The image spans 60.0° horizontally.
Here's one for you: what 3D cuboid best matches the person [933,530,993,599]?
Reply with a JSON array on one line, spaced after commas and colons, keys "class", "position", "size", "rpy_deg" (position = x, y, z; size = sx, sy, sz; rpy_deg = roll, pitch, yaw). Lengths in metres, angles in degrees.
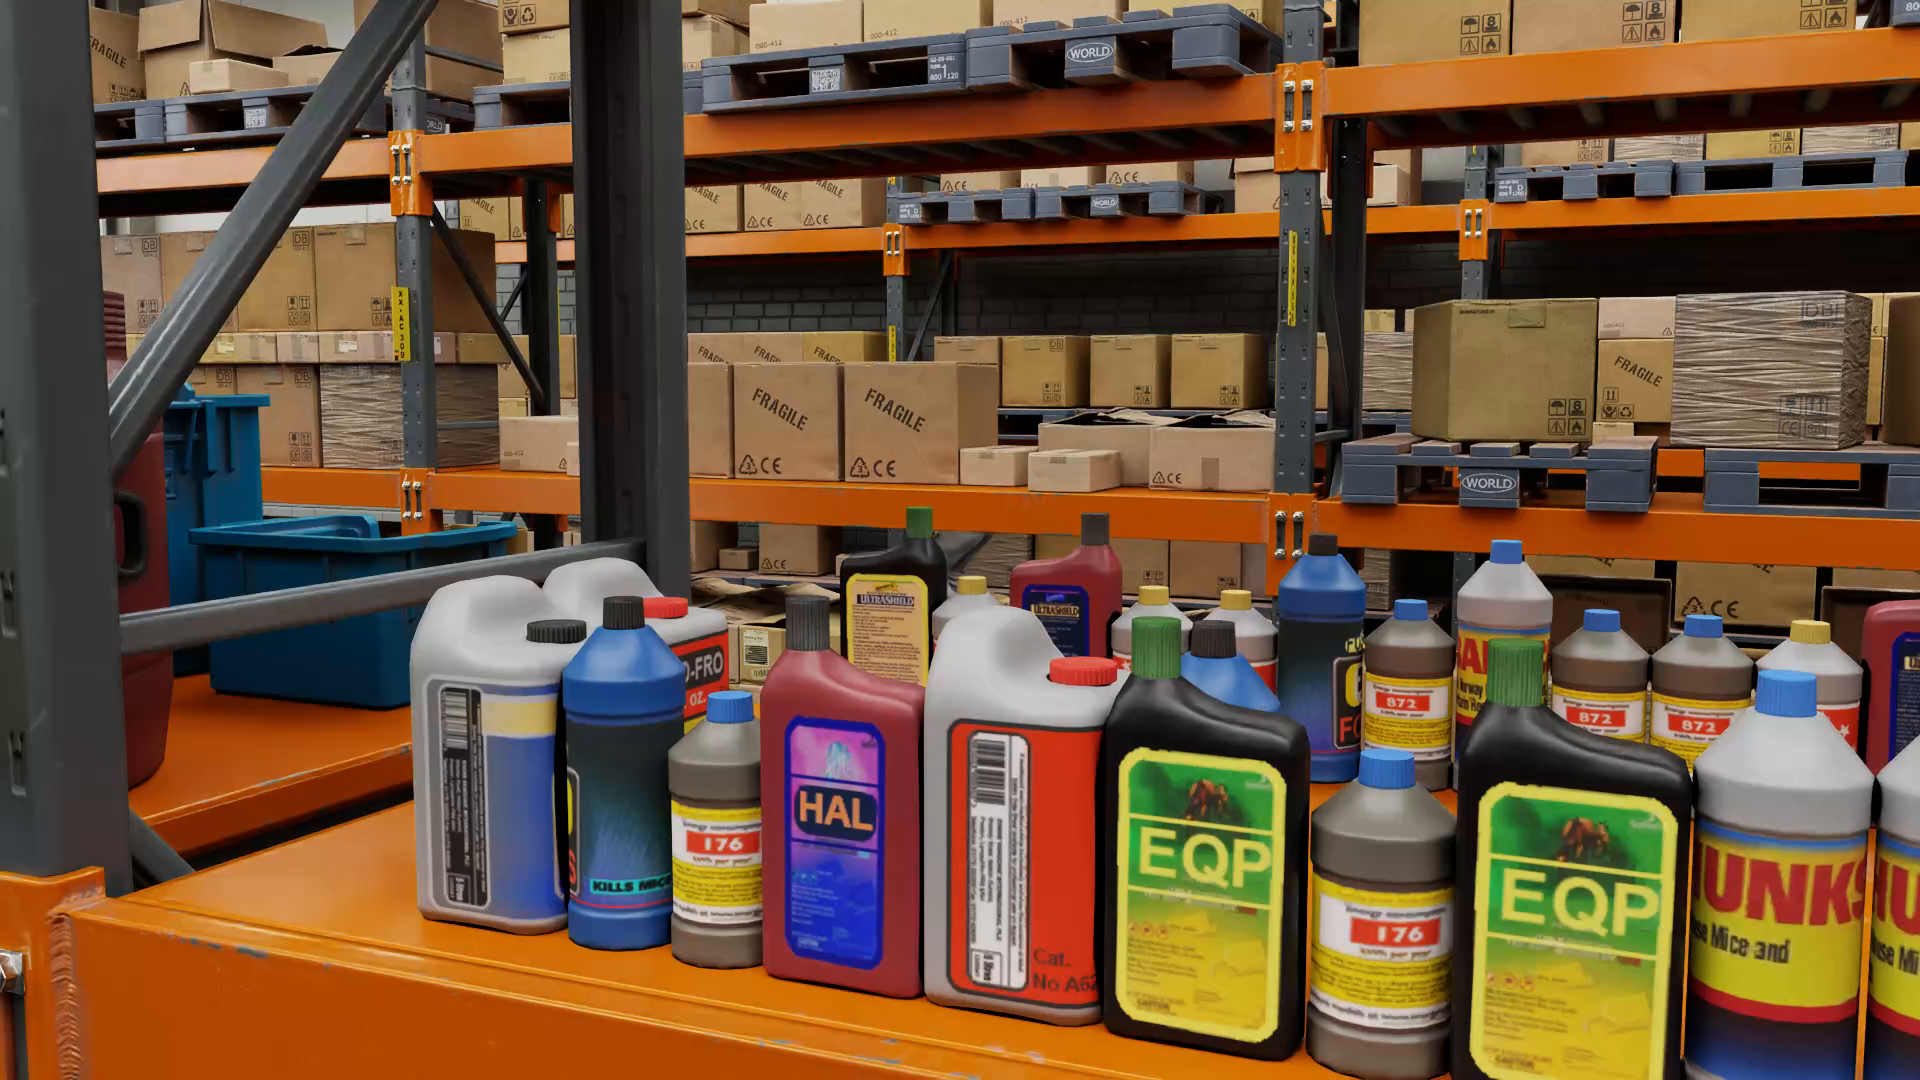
[{"class": "person", "position": [-0.070, -0.083, 10.898], "size": [0.591, 1.522, 0.526], "rpy_deg": [3, 6, 24]}]
